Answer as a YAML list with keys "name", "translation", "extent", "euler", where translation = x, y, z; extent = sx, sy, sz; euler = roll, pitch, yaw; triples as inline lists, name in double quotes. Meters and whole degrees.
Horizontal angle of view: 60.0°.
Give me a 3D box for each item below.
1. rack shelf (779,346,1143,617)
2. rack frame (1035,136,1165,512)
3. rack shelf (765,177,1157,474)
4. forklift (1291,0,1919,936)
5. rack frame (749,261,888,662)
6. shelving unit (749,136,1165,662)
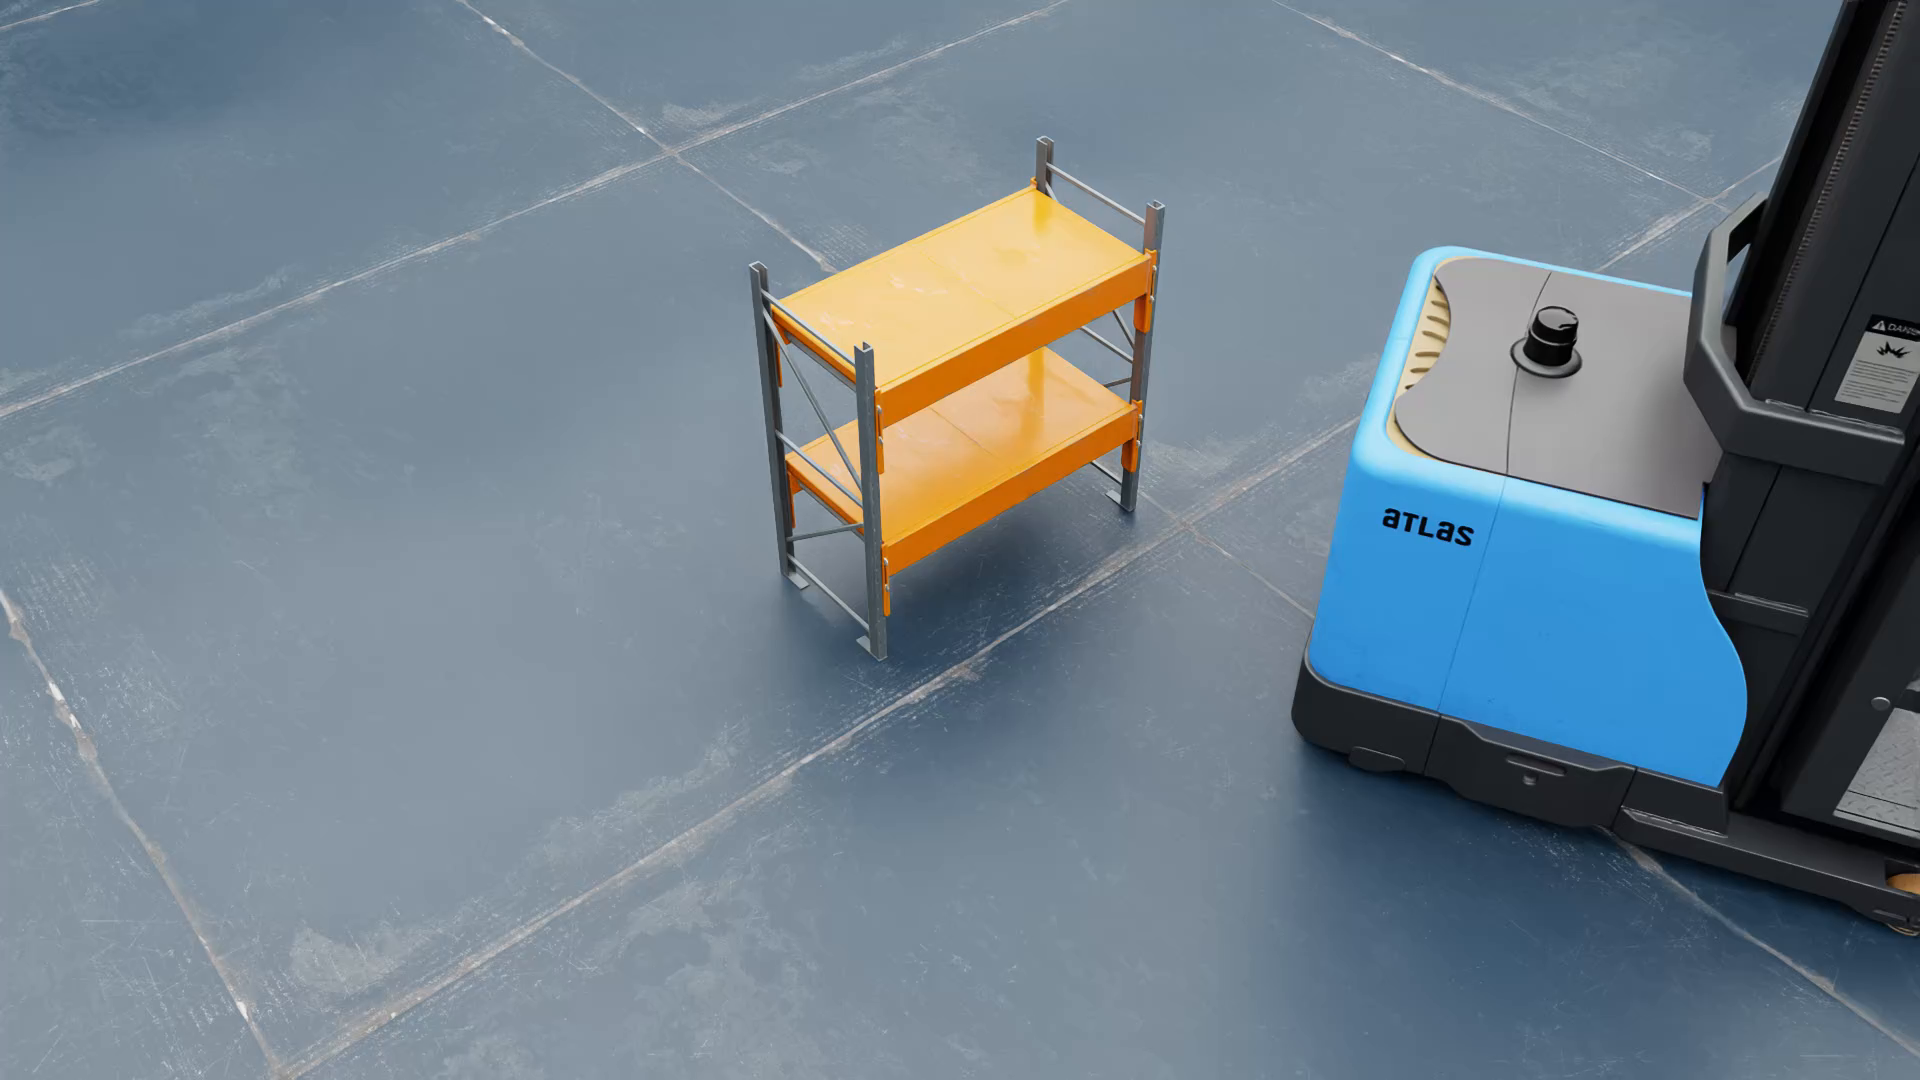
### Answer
- name: "rack shelf"
  translation: [0.005, -0.235, 5.035]
  extent: [1.000, 0.278, 0.538]
  euler: [-30, 51, -28]
- name: "rack frame"
  translation: [0.395, -0.636, 5.106]
  extent: [0.032, 1.125, 0.500]
  euler: [-30, 51, -28]
- name: "rack shelf"
  translation: [0.005, -0.626, 4.668]
  extent: [1.000, 0.278, 0.538]
  euler: [-30, 51, -28]
- name: "forklift"
  translation: [2.491, -0.439, 3.577]
  extent: [3.031, 2.935, 1.130]
  euler: [15, 45, 15]
- name: "rack frame"
  translation: [-0.385, -0.190, 4.630]
  extent: [0.032, 1.125, 0.500]
  euler: [-30, 51, -28]
- name: "shelving unit"
  translation: [0.005, -0.413, 4.868]
  extent: [1.048, 1.125, 0.538]
  euler: [-30, 51, -28]
